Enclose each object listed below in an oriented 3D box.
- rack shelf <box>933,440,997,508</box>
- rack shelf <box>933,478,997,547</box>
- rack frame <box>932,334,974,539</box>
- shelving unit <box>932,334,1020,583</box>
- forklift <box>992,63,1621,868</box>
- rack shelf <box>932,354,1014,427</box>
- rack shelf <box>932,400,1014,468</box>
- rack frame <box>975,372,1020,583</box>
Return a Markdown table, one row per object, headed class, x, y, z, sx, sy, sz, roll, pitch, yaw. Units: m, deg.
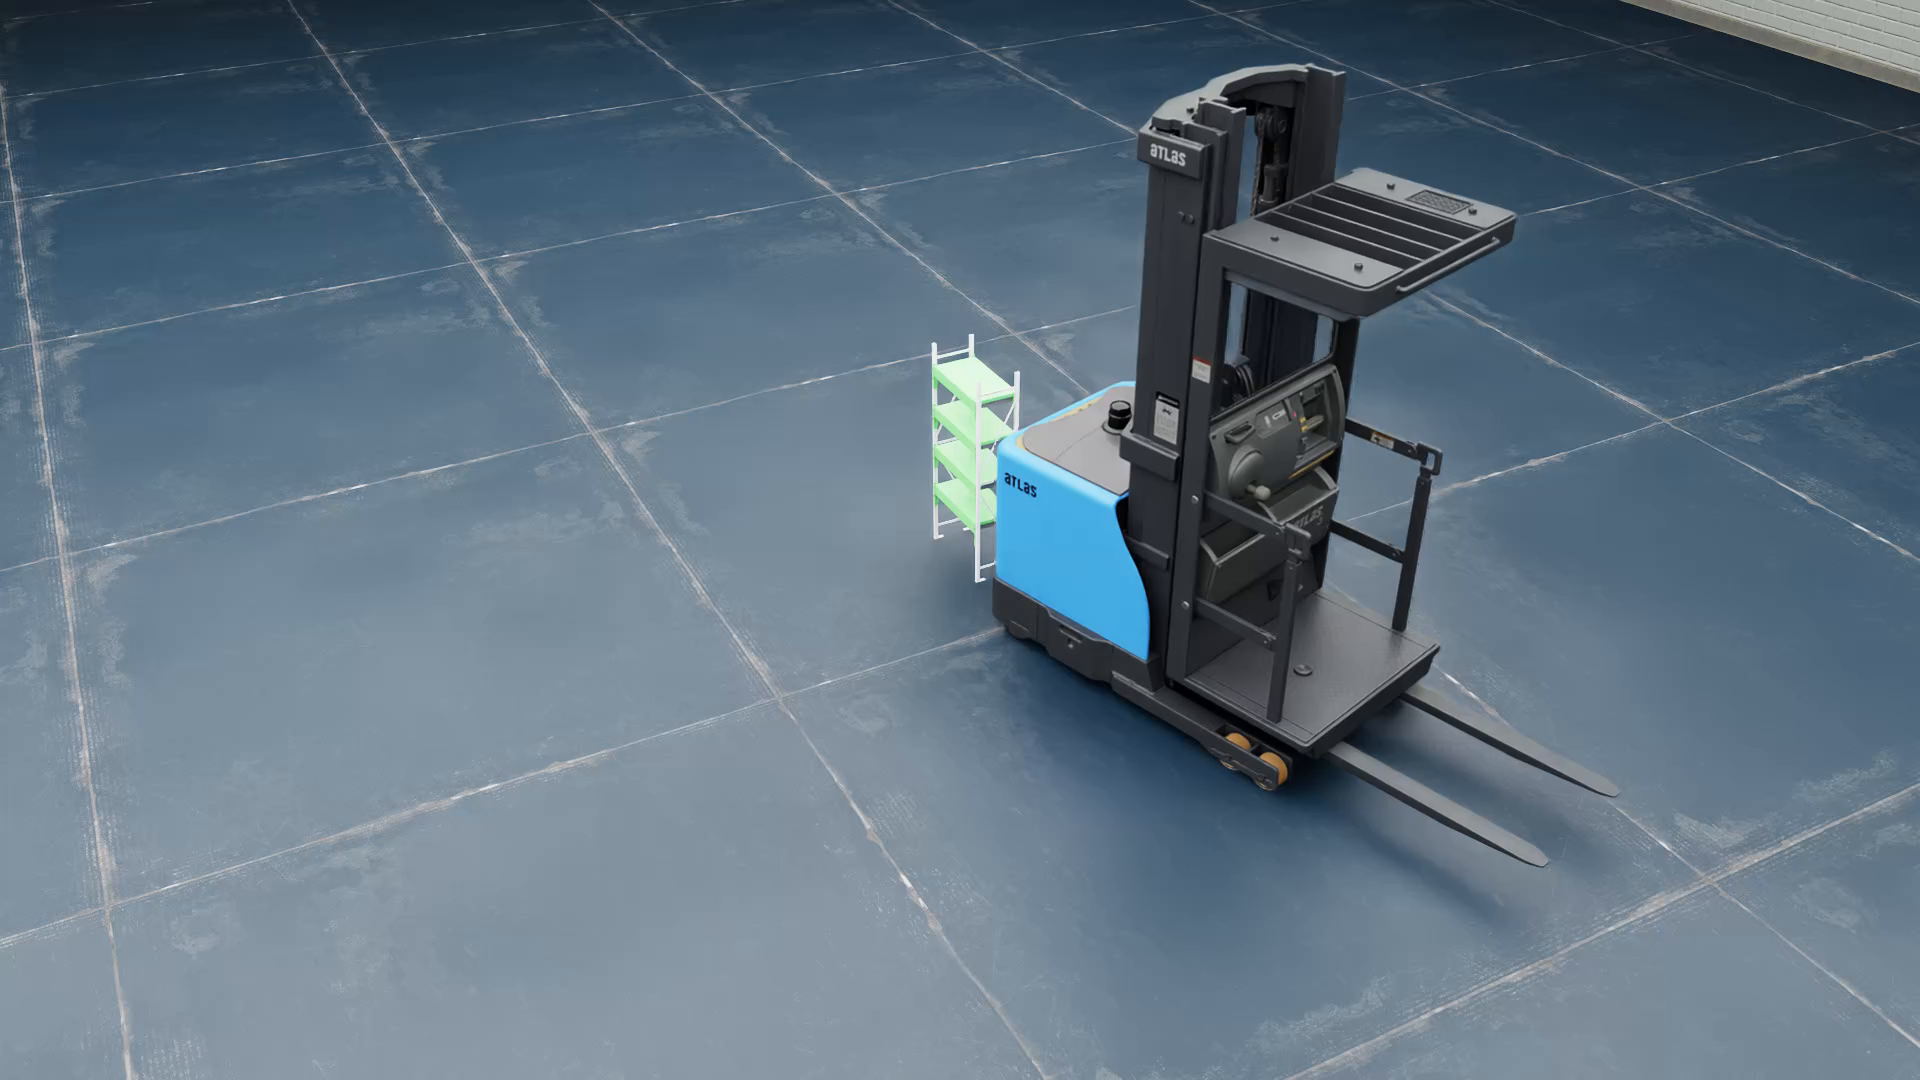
| class | x | y | z | sx | sy | sz | roll | pitch | yaw |
| --- | --- | --- | --- | --- | --- | --- | --- | --- | --- |
| rack shelf | 0.077 | -0.372 | 8.856 | 0.258 | 0.148 | 0.480 | -16 | 36 | -23 |
| rack shelf | 0.077 | -0.170 | 8.986 | 0.258 | 0.148 | 0.480 | -16 | 36 | -23 |
| rack frame | -0.037 | -0.543 | 9.003 | 0.240 | 1.200 | 0.015 | -16 | 36 | -23 |
| shelving unit | 0.077 | -0.426 | 8.822 | 0.258 | 1.200 | 0.503 | -16 | 36 | -23 |
| forklift | 1.554 | -0.422 | 7.210 | 1.130 | 2.935 | 3.031 | -28 | 42 | -36 |
| rack shelf | 0.077 | -0.777 | 8.597 | 0.258 | 0.148 | 0.480 | -16 | 36 | -23 |
| rack shelf | 0.077 | -0.574 | 8.727 | 0.258 | 0.148 | 0.480 | -16 | 36 | -23 |
| rack frame | 0.191 | -0.310 | 8.640 | 0.240 | 1.200 | 0.015 | -16 | 36 | -23 |
